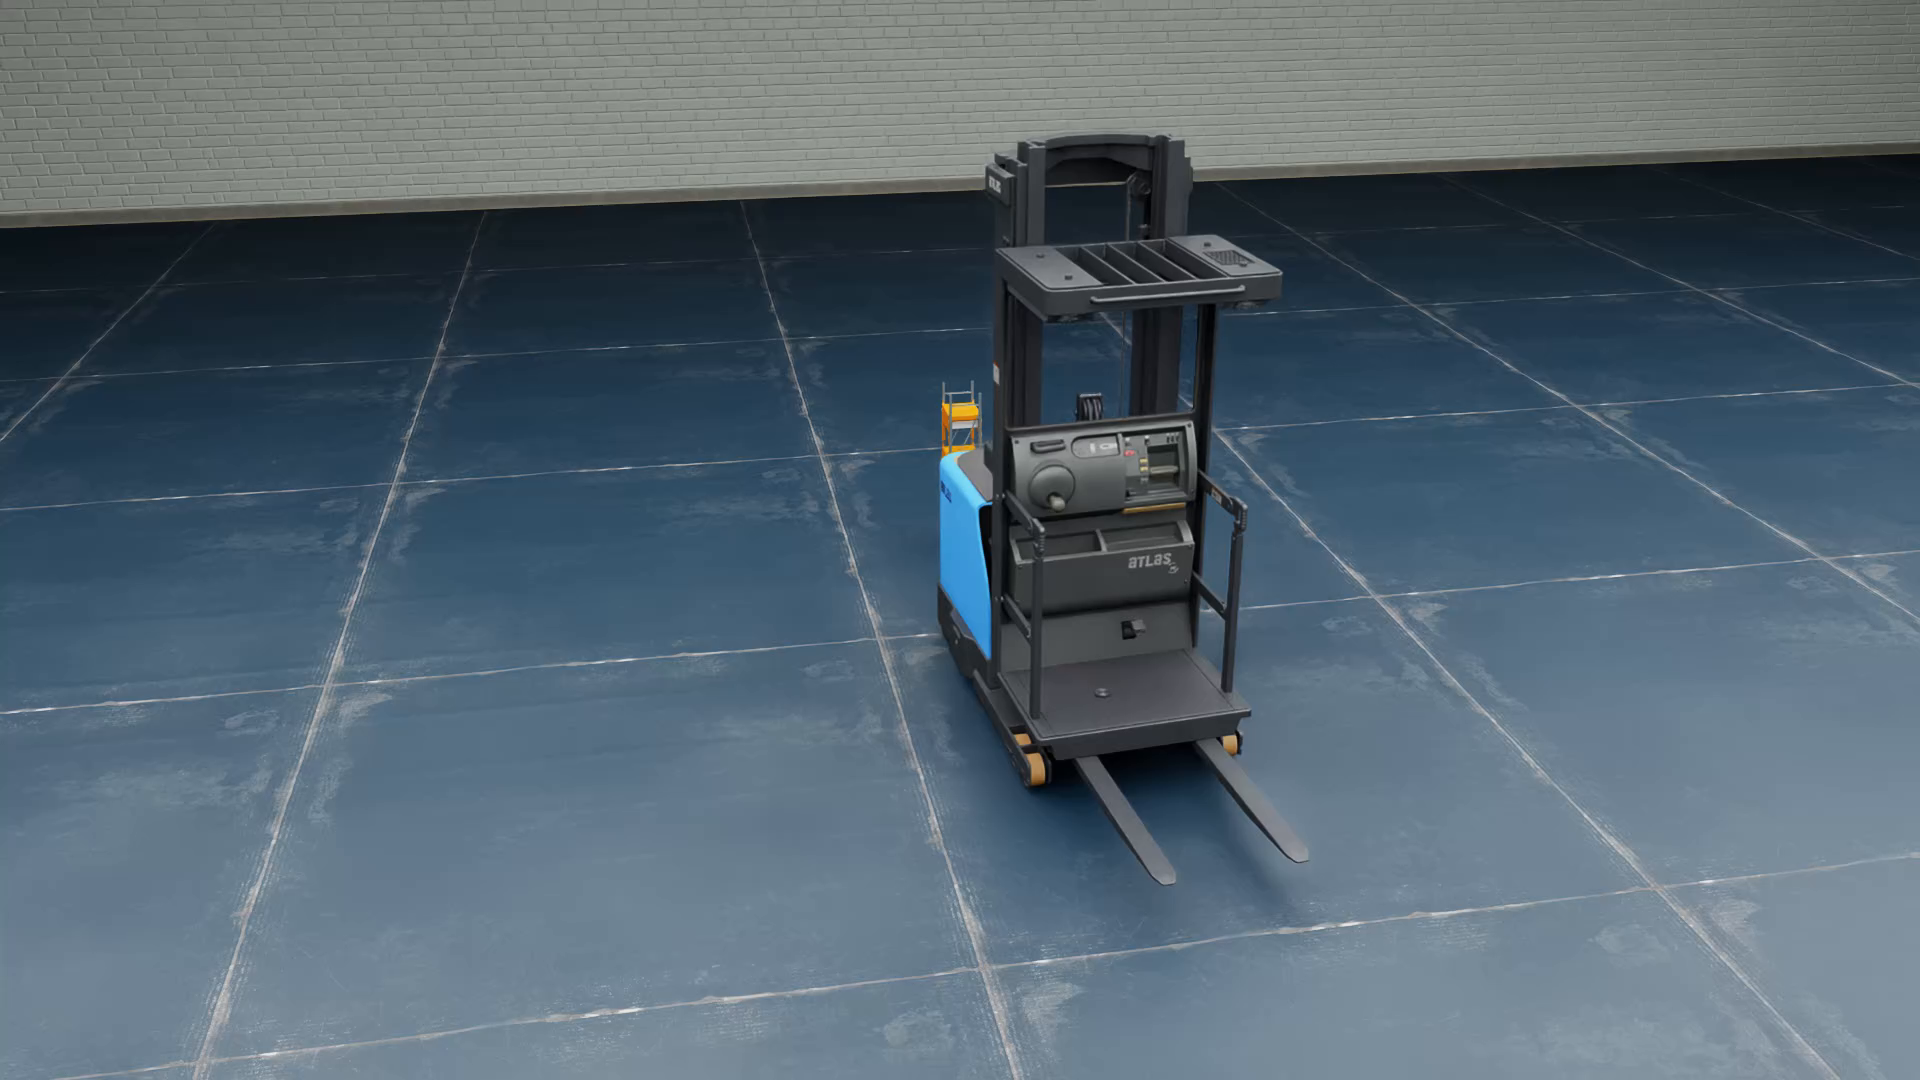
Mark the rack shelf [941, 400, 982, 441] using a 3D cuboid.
[{"bbox_3d":[0.010,-0.710,10.382,0.215,0.259,0.240,-4,24,-10],"label":"rack shelf"}]

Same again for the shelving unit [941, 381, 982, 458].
[{"bbox_3d":[0.010,-0.460,10.492,0.215,1.050,0.252,-4,24,-10],"label":"shelving unit"}]

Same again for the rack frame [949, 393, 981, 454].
[{"bbox_3d":[0.032,-0.412,10.382,0.200,1.050,0.008,-4,24,-10],"label":"rack frame"}]

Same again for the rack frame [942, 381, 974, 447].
[{"bbox_3d":[-0.013,-0.508,10.602,0.200,1.050,0.008,-4,24,-10],"label":"rack frame"}]

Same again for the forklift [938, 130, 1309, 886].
[{"bbox_3d":[0.760,-0.325,7.832,1.130,2.935,3.031,-6,24,-14],"label":"forklift"}]

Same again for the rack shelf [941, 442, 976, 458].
[{"bbox_3d":[0.010,-0.450,10.496,0.215,0.259,0.240,-4,24,-10],"label":"rack shelf"}]
